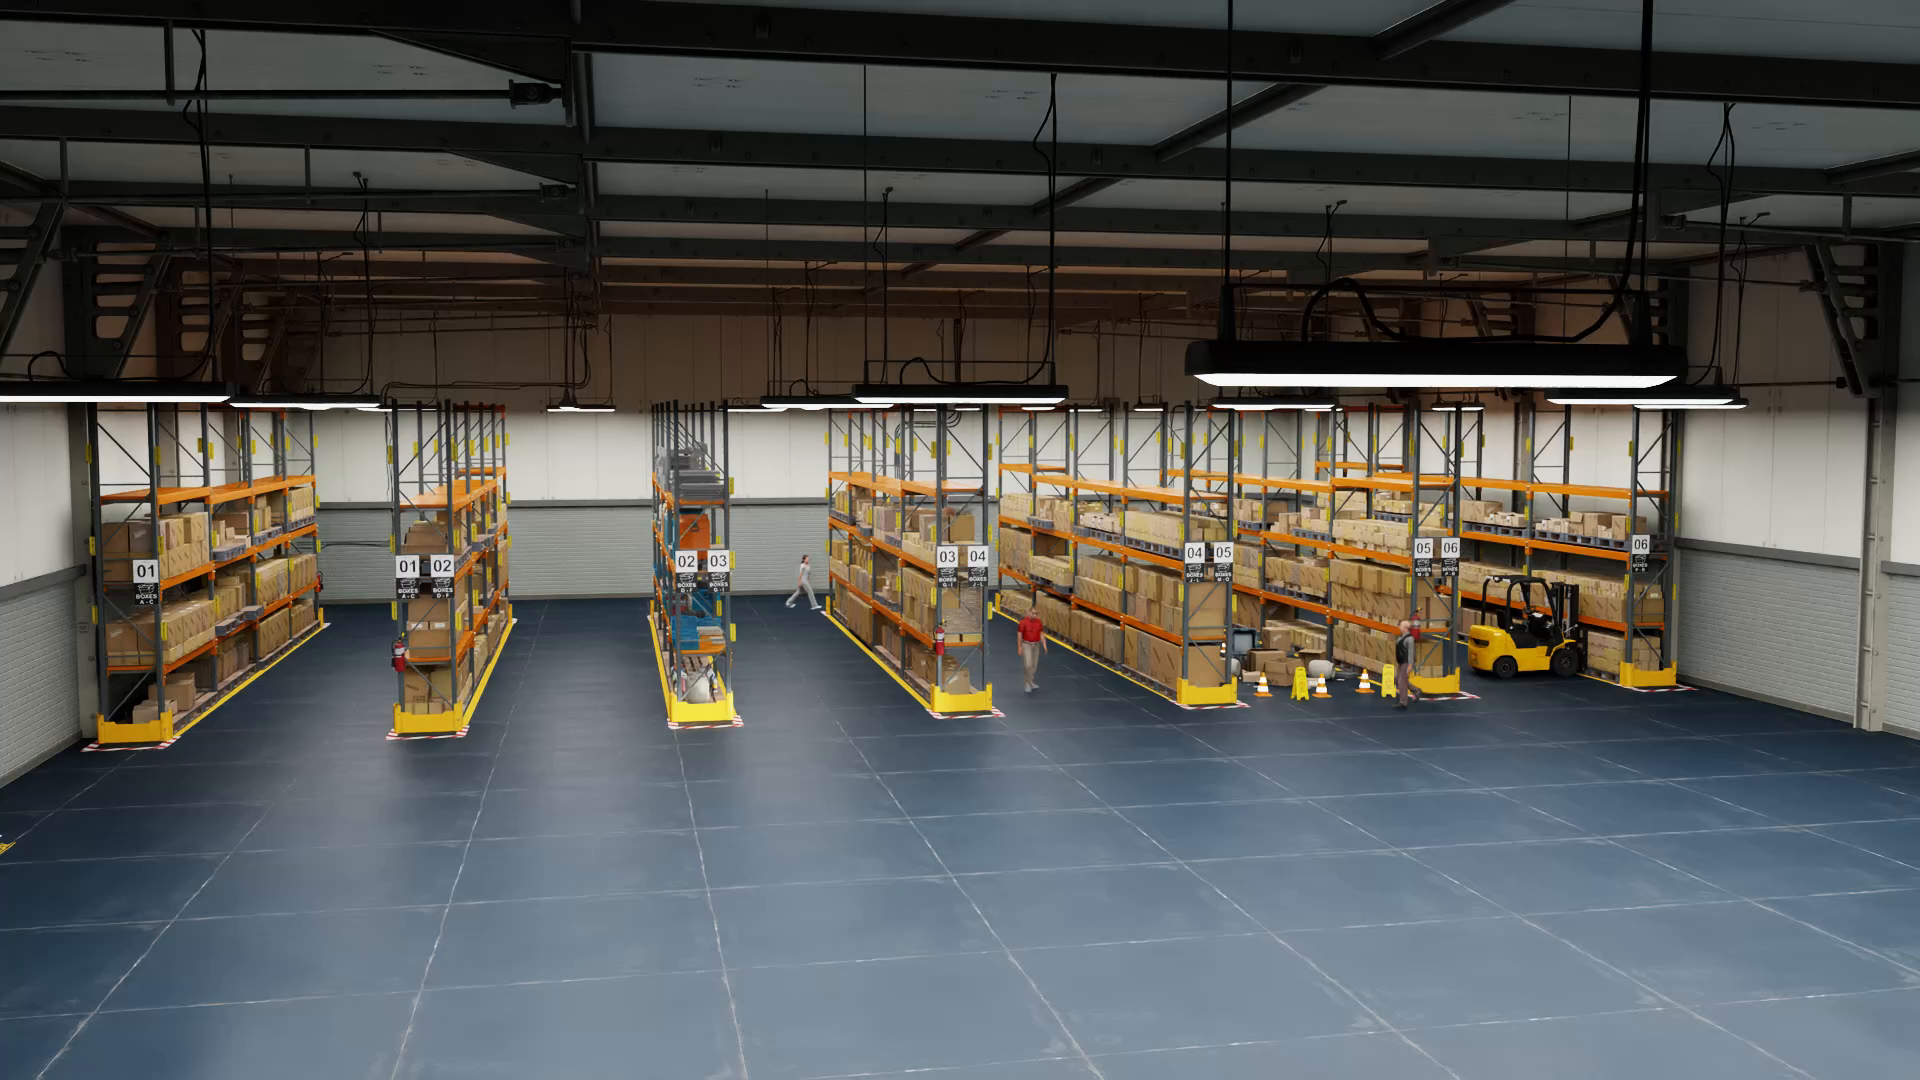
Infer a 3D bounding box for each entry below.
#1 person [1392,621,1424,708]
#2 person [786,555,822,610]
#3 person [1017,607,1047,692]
[{"bbox_3d":[8.750,2.417,32.425,0.684,1.709,0.549,0,4,-3],"label":"person"},{"bbox_3d":[-4.595,1.234,48.933,1.110,1.607,0.431,0,4,5],"label":"person"},{"bbox_3d":[1.490,2.281,34.595,0.590,1.804,0.501,-3,5,-30],"label":"person"}]
